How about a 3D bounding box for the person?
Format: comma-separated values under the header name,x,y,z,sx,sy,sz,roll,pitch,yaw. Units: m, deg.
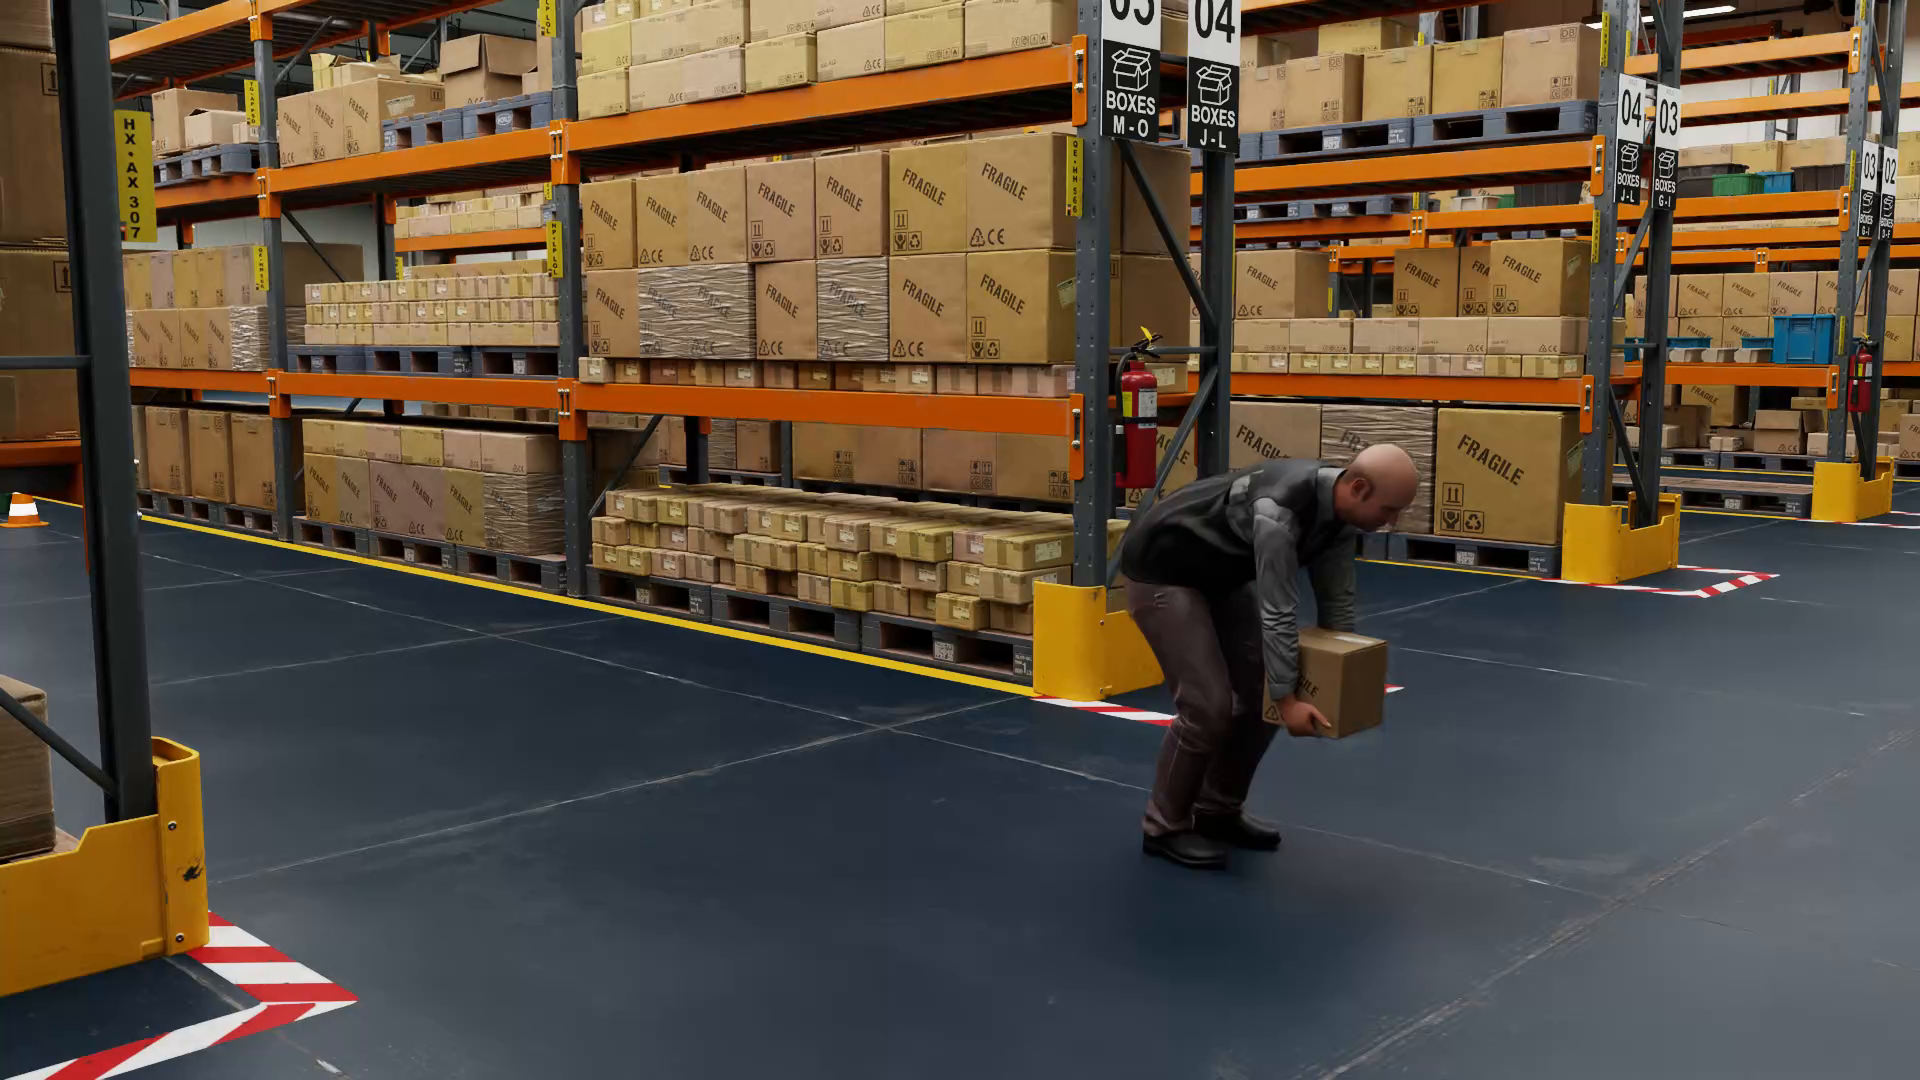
name,x,y,z,sx,sy,sz,roll,pitch,yaw
person,0.913,0.342,4.947,0.909,1.266,0.474,6,9,41
